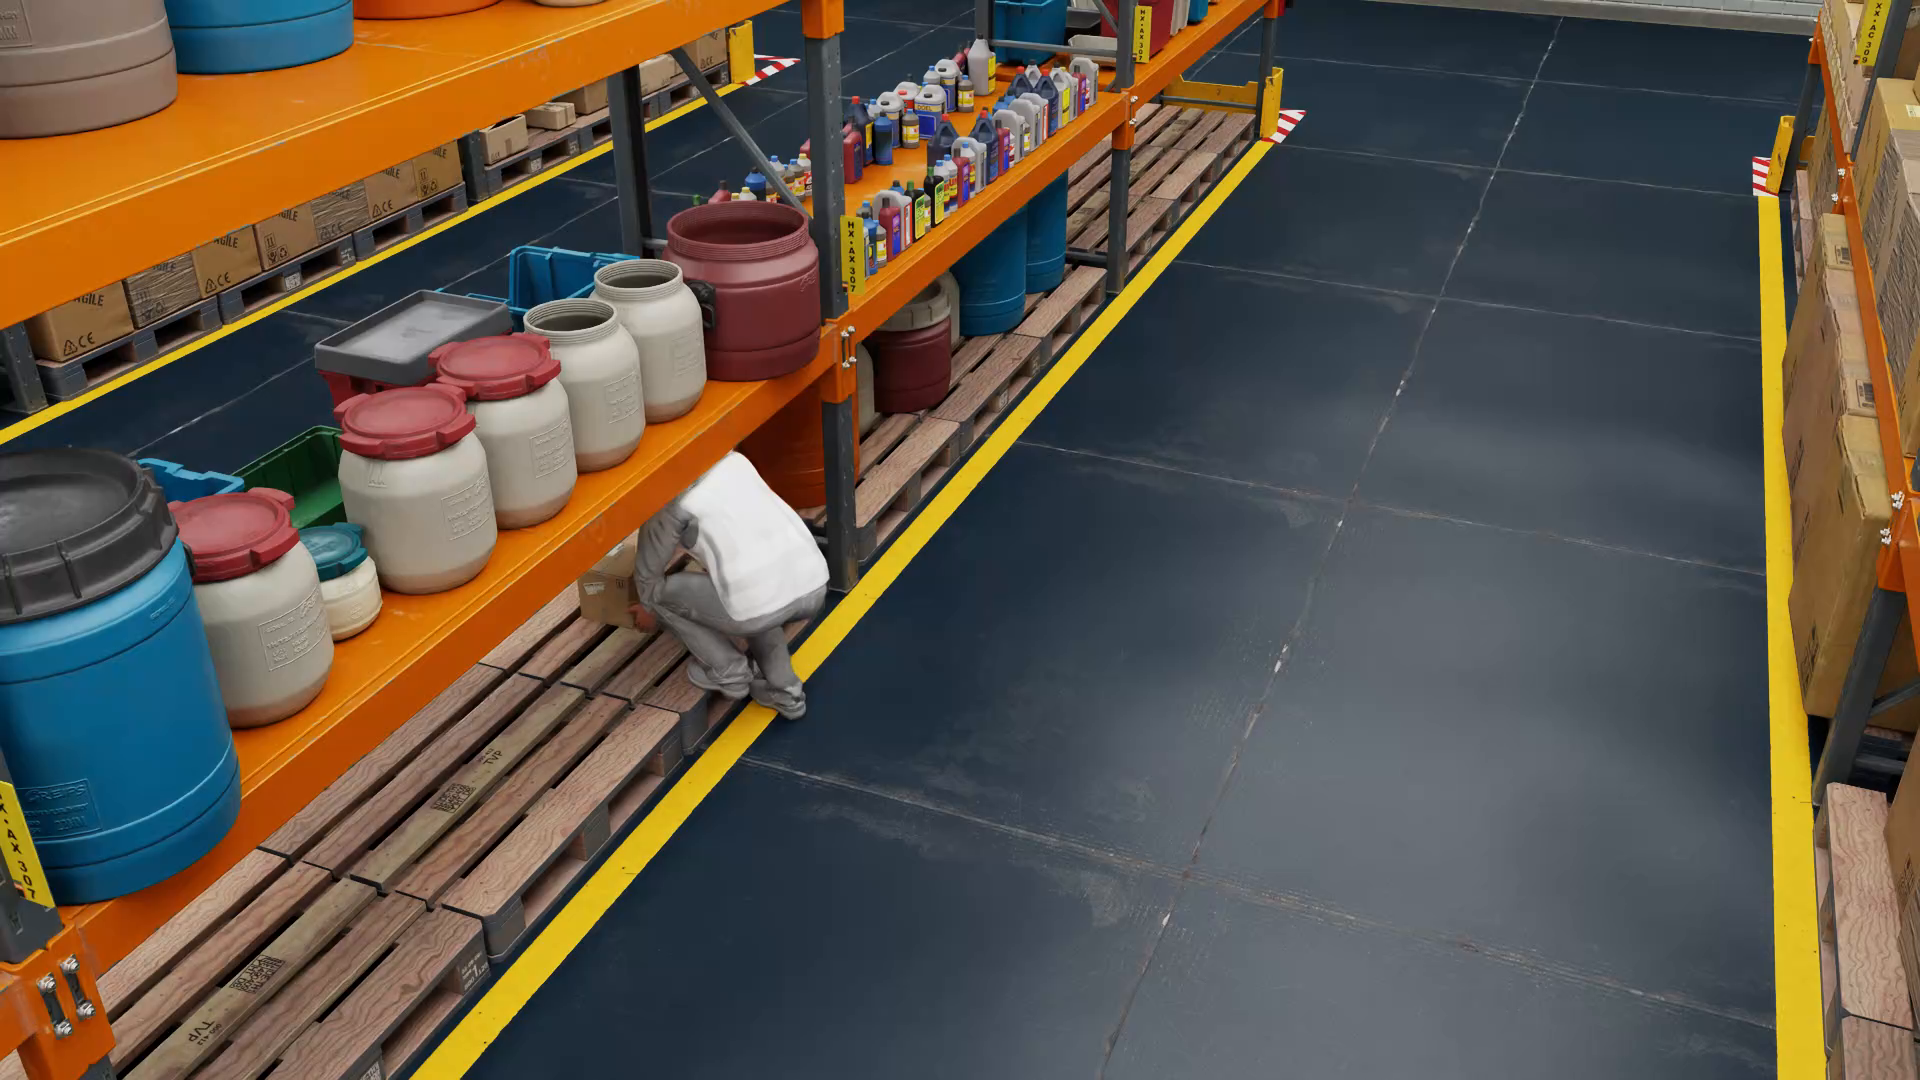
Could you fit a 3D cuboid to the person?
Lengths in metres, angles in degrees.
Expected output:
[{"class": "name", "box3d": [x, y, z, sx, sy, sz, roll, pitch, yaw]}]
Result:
[{"class": "person", "box3d": [-0.919, 0.154, 6.357, 0.840, 1.257, 0.582, 22, 36, 34]}]
